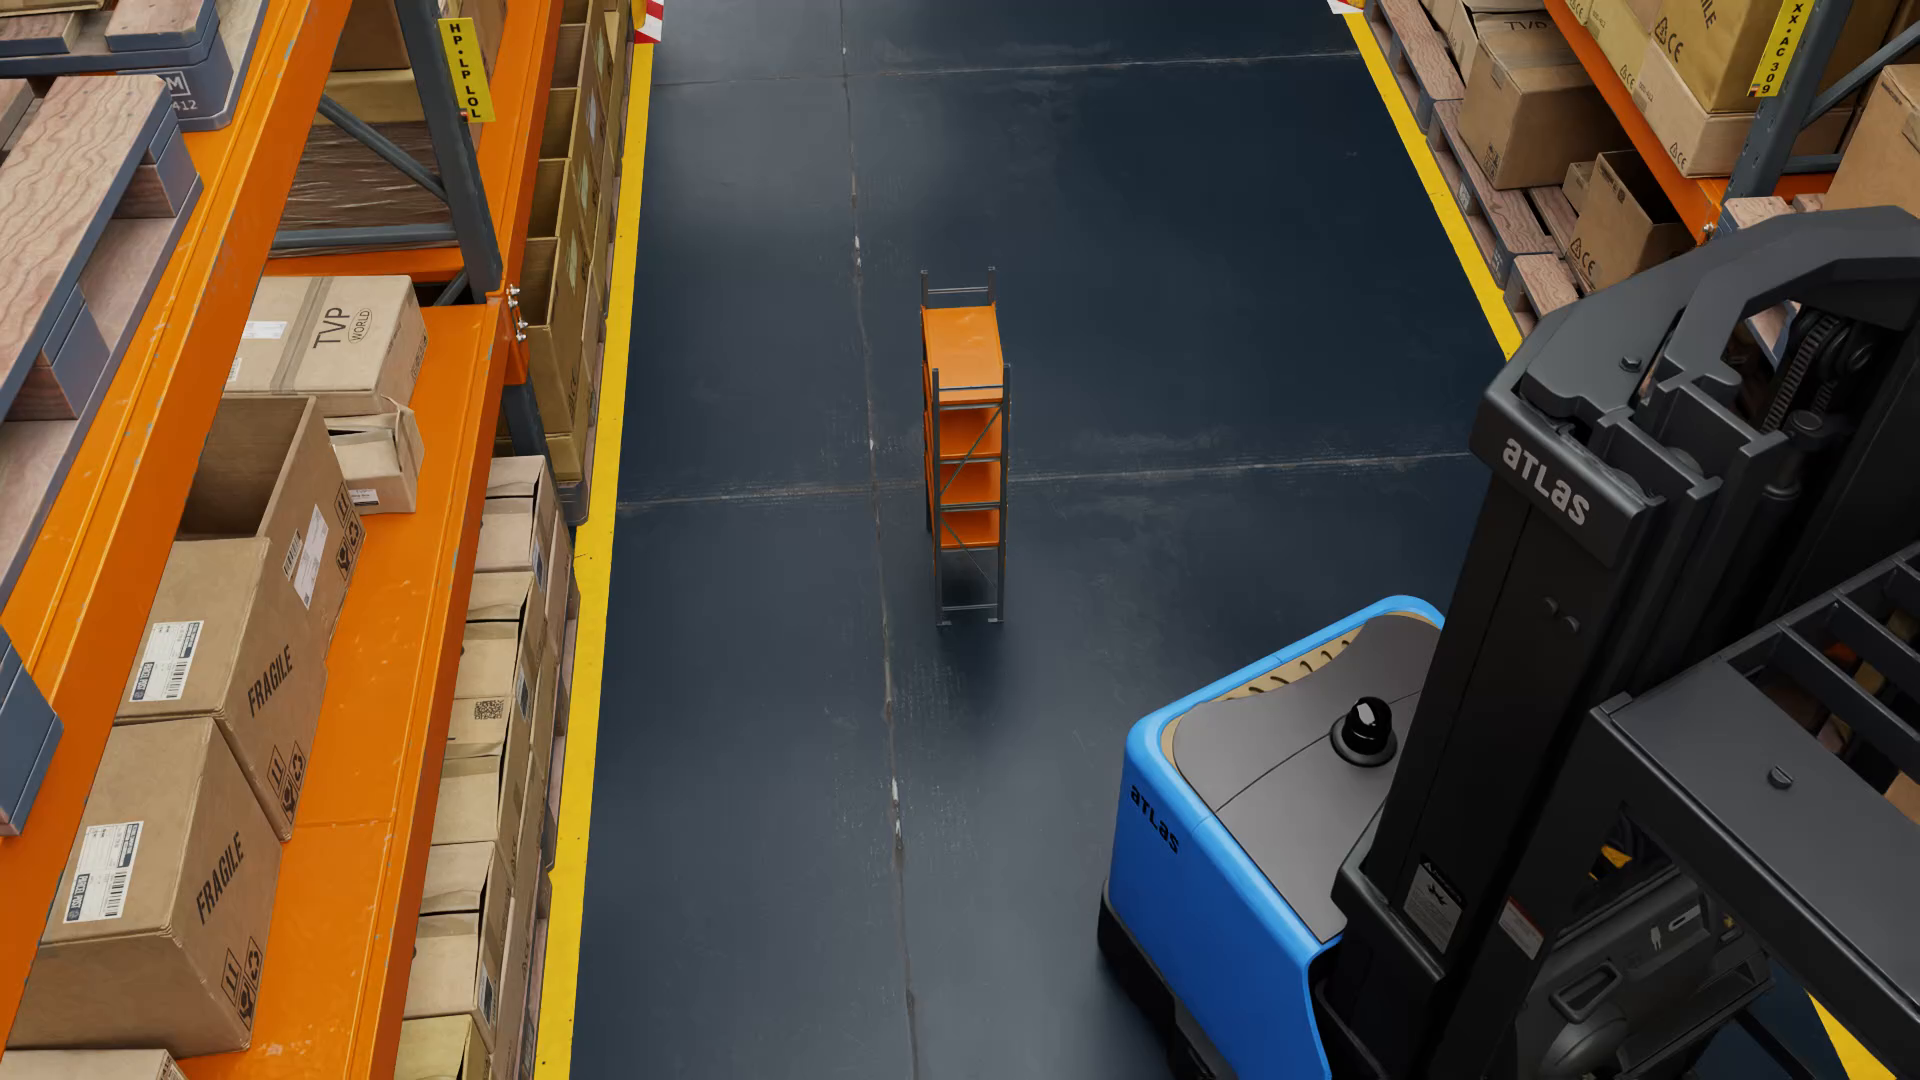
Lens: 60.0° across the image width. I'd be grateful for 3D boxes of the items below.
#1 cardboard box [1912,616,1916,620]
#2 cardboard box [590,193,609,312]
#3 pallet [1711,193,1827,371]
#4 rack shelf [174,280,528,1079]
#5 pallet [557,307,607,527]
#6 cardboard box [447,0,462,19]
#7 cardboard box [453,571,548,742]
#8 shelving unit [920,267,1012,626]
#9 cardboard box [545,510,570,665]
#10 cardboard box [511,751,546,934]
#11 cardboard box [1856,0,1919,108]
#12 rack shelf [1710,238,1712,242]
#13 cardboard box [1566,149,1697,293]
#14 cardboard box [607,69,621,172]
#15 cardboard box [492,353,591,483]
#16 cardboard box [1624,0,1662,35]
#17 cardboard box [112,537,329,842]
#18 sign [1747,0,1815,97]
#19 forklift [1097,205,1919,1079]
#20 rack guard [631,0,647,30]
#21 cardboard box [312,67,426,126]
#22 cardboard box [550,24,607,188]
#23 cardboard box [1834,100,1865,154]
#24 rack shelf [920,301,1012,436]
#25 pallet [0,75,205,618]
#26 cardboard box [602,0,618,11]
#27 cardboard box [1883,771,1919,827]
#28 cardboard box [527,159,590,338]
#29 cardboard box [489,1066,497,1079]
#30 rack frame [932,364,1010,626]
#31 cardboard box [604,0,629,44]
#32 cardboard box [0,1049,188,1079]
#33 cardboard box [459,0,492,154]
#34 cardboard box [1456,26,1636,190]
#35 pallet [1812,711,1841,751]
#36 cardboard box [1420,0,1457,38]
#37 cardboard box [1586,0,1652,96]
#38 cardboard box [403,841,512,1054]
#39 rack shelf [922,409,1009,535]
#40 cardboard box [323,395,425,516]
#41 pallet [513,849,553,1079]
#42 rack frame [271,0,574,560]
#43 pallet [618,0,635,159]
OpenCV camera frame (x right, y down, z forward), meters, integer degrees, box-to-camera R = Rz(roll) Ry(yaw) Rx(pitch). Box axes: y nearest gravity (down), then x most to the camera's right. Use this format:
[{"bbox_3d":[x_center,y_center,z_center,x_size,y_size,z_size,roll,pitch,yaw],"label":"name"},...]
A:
[{"bbox_3d":[3.122,0.086,5.005,0.500,0.250,0.500,-4,47,-4],"label":"cardboard box"},{"bbox_3d":[-1.743,-1.188,6.914,0.500,0.250,0.500,-3,47,-3],"label":"cardboard box"},{"bbox_3d":[2.922,-0.587,4.872,1.003,0.211,1.213,-3,47,-3],"label":"pallet"},{"bbox_3d":[-1.765,0.784,3.937,1.077,0.370,4.000,-3,47,-3],"label":"rack shelf"},{"bbox_3d":[-1.958,-0.530,6.606,1.003,0.211,1.213,-3,47,-3],"label":"pallet"},{"bbox_3d":[-1.807,-1.743,5.319,0.380,0.149,0.250,-5,47,-4],"label":"cardboard box"},{"bbox_3d":[-1.563,0.349,5.072,0.500,0.311,0.500,-2,47,-2],"label":"cardboard box"},{"bbox_3d":[0.014,-0.293,5.701,0.258,1.200,0.503,-3,47,-3],"label":"shelving unit"},{"bbox_3d":[-1.609,0.173,5.625,0.500,0.250,0.500,-4,47,-4],"label":"cardboard box"},{"bbox_3d":[-1.525,0.909,4.928,0.500,0.250,0.500,-3,47,-2],"label":"cardboard box"},{"bbox_3d":[3.172,-1.781,5.443,0.500,0.500,0.500,-4,47,-4],"label":"cardboard box"},{"bbox_3d":[3.171,0.480,4.225,1.077,0.370,4.000,-3,47,-3],"label":"rack shelf"},{"bbox_3d":[2.876,-1.255,6.791,0.500,0.500,0.500,-7,47,-6],"label":"cardboard box"},{"bbox_3d":[-1.831,-1.911,7.599,0.500,0.250,0.500,-3,47,-3],"label":"cardboard box"},{"bbox_3d":[-1.670,-0.464,6.228,0.500,0.250,0.500,-3,47,-3],"label":"cardboard box"},{"bbox_3d":[2.608,-2.112,5.757,0.500,0.500,0.500,-4,47,-4],"label":"cardboard box"},{"bbox_3d":[-1.799,0.355,3.779,0.500,0.500,0.500,-3,47,-3],"label":"cardboard box"},{"bbox_3d":[2.463,-1.474,4.984,0.100,0.325,0.005,-3,47,-3],"label":"sign"},{"bbox_3d":[1.595,0.962,3.320,1.130,2.935,3.031,-23,51,-20],"label":"forklift"},{"bbox_3d":[-2.270,-2.963,8.712,1.175,0.500,0.348,-3,47,-3],"label":"rack guard"},{"bbox_3d":[-1.762,-1.374,4.970,0.380,0.149,0.250,-4,47,-3],"label":"cardboard box"},{"bbox_3d":[-1.787,-1.807,6.984,0.500,0.500,0.500,-3,47,-3],"label":"cardboard box"},{"bbox_3d":[3.177,-1.523,5.716,0.500,0.250,0.500,-3,47,-3],"label":"cardboard box"},{"bbox_3d":[0.014,-0.563,5.416,0.258,0.148,0.480,-3,47,-3],"label":"rack shelf"},{"bbox_3d":[-1.840,-0.278,2.511,1.003,0.211,1.213,-2,47,-1],"label":"pallet"},{"bbox_3d":[-1.926,-2.892,8.011,0.500,0.500,0.500,-3,47,-3],"label":"cardboard box"},{"bbox_3d":[3.177,0.768,4.876,0.700,0.500,0.500,-3,47,-3],"label":"cardboard box"},{"bbox_3d":[-1.709,-1.083,6.298,0.500,0.500,0.500,-3,47,-3],"label":"cardboard box"},{"bbox_3d":[-1.442,1.648,4.228,0.500,0.250,0.500,-5,47,-4],"label":"cardboard box"},{"bbox_3d":[0.034,-0.116,5.534,0.240,1.200,0.015,-3,47,-3],"label":"rack frame"},{"bbox_3d":[-1.928,-2.634,8.283,0.500,0.250,0.500,-3,47,-3],"label":"cardboard box"},{"bbox_3d":[-1.761,1.150,3.268,0.380,0.149,0.250,0,47,0],"label":"cardboard box"},{"bbox_3d":[-2.027,-1.647,5.675,0.700,0.500,0.500,-4,47,-4],"label":"cardboard box"},{"bbox_3d":[2.696,-1.948,7.448,0.700,0.500,0.500,-6,47,-6],"label":"cardboard box"},{"bbox_3d":[3.070,0.307,5.813,1.003,0.211,1.213,-3,47,-3],"label":"pallet"},{"bbox_3d":[2.637,-2.829,8.413,0.500,0.311,0.500,-8,47,-8],"label":"cardboard box"},{"bbox_3d":[2.628,-1.855,6.031,0.500,0.250,0.500,-3,47,-3],"label":"cardboard box"},{"bbox_3d":[-1.486,1.074,4.385,0.500,0.311,0.500,-4,47,-4],"label":"cardboard box"},{"bbox_3d":[0.014,-0.247,5.750,0.258,0.148,0.480,-3,47,-3],"label":"rack shelf"},{"bbox_3d":[-1.676,-0.240,4.504,0.396,0.266,0.258,-5,47,-4],"label":"cardboard box"},{"bbox_3d":[-1.727,1.463,4.719,1.003,0.211,1.213,-3,47,-3],"label":"pallet"},{"bbox_3d":[-1.933,-0.911,5.047,1.000,3.000,0.127,-3,47,-3],"label":"rack frame"},{"bbox_3d":[-2.162,-2.295,8.278,1.003,0.211,1.213,-3,47,-3],"label":"pallet"}]
